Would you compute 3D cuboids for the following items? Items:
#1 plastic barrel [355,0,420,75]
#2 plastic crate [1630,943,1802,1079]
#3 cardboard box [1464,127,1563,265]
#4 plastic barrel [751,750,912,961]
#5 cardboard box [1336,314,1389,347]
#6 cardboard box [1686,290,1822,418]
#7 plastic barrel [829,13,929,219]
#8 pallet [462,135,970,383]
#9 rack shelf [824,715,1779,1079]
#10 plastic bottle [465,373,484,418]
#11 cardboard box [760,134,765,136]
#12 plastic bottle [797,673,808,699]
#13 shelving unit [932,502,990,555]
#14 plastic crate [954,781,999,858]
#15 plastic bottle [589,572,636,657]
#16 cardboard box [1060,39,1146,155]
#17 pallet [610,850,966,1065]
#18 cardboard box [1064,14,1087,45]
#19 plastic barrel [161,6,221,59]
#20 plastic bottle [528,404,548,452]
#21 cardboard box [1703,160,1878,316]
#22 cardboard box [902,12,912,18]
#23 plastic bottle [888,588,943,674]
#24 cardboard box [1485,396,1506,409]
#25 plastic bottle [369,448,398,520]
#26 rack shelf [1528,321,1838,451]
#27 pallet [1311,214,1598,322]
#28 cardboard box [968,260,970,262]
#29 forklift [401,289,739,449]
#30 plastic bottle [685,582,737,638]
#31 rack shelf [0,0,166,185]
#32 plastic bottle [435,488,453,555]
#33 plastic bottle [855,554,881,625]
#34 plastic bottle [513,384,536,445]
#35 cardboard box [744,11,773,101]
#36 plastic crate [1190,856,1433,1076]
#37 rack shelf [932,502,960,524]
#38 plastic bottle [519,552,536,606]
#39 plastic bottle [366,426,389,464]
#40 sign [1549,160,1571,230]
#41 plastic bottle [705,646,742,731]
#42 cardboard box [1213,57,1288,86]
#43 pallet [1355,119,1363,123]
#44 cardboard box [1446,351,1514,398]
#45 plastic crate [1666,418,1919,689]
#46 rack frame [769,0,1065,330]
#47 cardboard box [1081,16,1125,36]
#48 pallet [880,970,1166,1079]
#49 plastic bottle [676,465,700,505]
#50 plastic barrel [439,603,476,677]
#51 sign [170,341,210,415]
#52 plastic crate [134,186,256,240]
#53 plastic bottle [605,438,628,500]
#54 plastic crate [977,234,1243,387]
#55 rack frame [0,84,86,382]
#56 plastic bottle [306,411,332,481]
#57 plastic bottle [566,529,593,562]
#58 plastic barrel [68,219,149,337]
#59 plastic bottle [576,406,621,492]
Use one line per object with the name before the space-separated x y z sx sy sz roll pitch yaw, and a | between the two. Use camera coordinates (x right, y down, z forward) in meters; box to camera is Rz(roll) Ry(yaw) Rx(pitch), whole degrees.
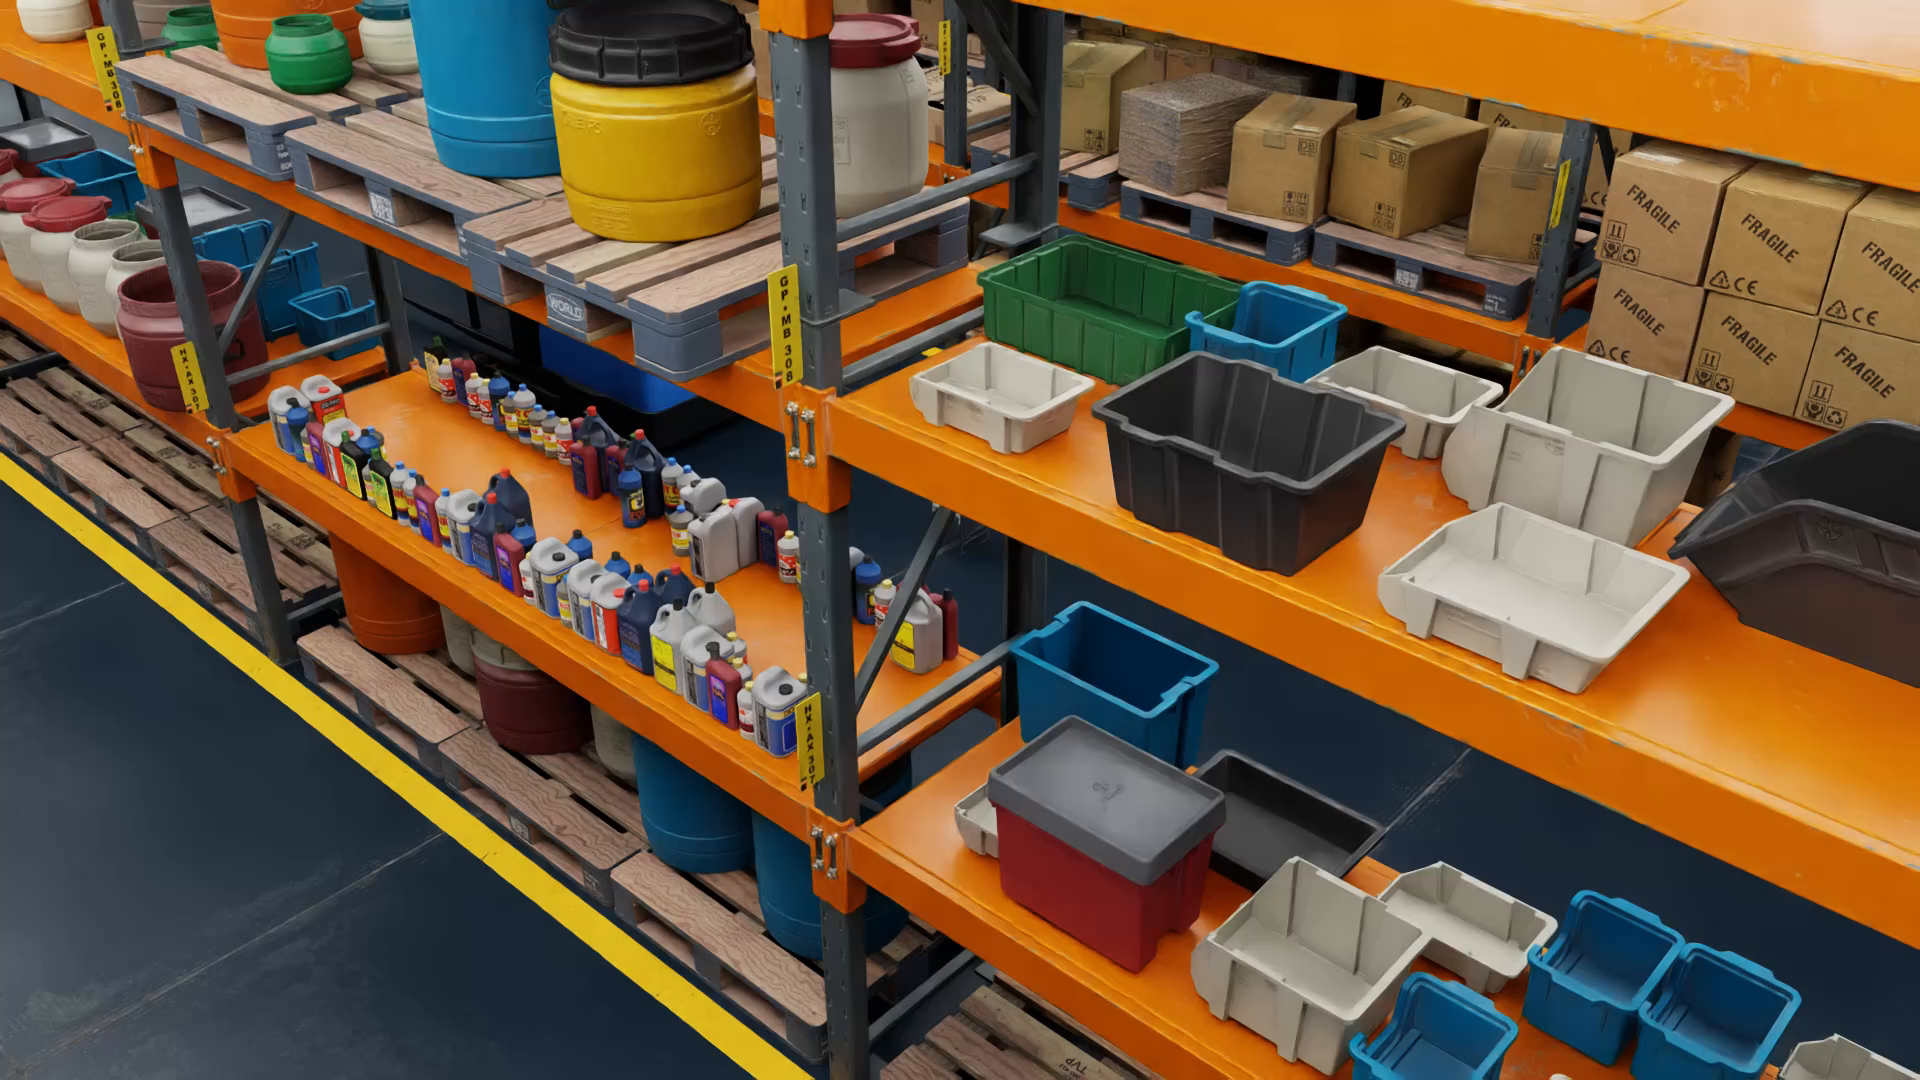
plastic barrel | -2.157 -1.951 6.401 0.301 0.262 0.301 0 31 0
plastic crate | 1.942 1.287 4.308 0.300 0.233 0.416 25 39 35
cardboard box | 3.041 -1.841 8.896 0.500 0.500 0.700 12 33 19
plastic barrel | -0.477 1.048 6.228 0.708 0.901 0.600 25 39 35
cardboard box | 2.305 -1.415 9.961 0.500 0.250 0.500 25 39 35
cardboard box | 3.819 -0.955 7.831 0.500 0.500 0.500 26 40 36
plastic barrel | -0.307 -1.277 5.016 0.433 0.535 0.433 0 31 0
pallet | -0.732 -0.914 5.135 1.003 0.211 1.213 25 39 35
rack shelf | 1.398 1.524 4.507 4.000 0.370 1.077 25 39 35
plastic bottle | -2.220 -0.672 7.650 0.097 0.201 0.097 0 31 0
cardboard box | -1.807 -3.172 13.325 0.500 0.311 0.500 26 40 36
plastic bottle | -0.524 0.542 5.634 0.097 0.201 0.097 0 31 0
shelving unit | 0.006 -0.383 9.013 0.210 0.900 0.258 25 39 35
plastic crate | 0.164 0.827 5.166 0.243 0.136 0.396 25 39 35
plastic bottle | -1.239 0.263 6.025 0.135 0.276 0.152 25 39 35
cardboard box | 0.819 -2.801 10.491 0.500 0.500 0.700 12 33 19
pallet | -0.629 1.436 6.661 1.213 0.211 1.003 25 39 35
cardboard box | 1.189 -4.902 16.482 0.500 0.500 0.700 27 40 37
plastic barrel | -3.268 -2.145 7.147 0.294 0.245 0.294 0 31 0
plastic bottle | -1.859 -0.503 7.370 0.097 0.201 0.097 0 31 0
cardboard box | 3.785 -1.391 7.586 0.500 0.500 0.500 24 38 34
cardboard box | -0.541 -5.562 17.918 0.250 0.149 0.380 22 37 31
plastic bottle | -0.158 0.285 5.916 0.185 0.351 0.144 25 39 35
cardboard box | 2.684 -0.548 9.249 0.500 0.500 0.500 25 39 35
plastic bottle | -2.364 -0.233 6.842 0.133 0.283 0.061 25 39 35
rack shelf | 4.725 -0.369 7.651 4.000 0.370 1.077 25 39 35
pallet | 2.723 -1.605 9.194 1.213 0.211 1.003 25 39 35
cardboard box | -0.278 -1.844 11.664 0.500 0.250 0.500 26 40 36
forklift | -2.631 -2.434 10.452 3.031 2.935 1.130 24 39 34
plastic bottle | -0.889 0.297 5.896 0.185 0.351 0.144 25 39 35
rack shelf | -4.533 -2.530 8.333 4.000 0.370 1.077 25 39 35
plastic bottle | -2.023 -0.082 6.602 0.097 0.271 0.097 0 31 0
plastic bottle | -0.339 0.176 6.174 0.097 0.271 0.097 0 31 0
plastic bottle | -1.931 -0.567 7.408 0.097 0.271 0.097 0 31 0
cardboard box | -1.369 -3.553 12.146 0.500 0.500 0.500 25 39 35
plastic crate | 0.924 1.148 4.492 0.530 0.282 0.437 25 39 35
rack shelf | 0.006 -0.200 9.123 0.200 0.077 0.258 25 39 35
plastic bottle | -1.615 0.139 6.304 0.097 0.201 0.097 0 31 0
plastic bottle | -2.534 -0.396 7.192 0.097 0.201 0.097 0 31 0
sign | 2.872 -1.652 7.962 0.005 0.325 0.100 25 39 35
plastic bottle | -0.796 0.498 5.627 0.133 0.283 0.061 25 39 35
cardboard box | 2.725 -4.218 15.346 0.500 0.500 0.700 25 39 35
pallet | 3.019 -3.725 15.233 1.213 0.211 1.003 25 39 35
cardboard box | 3.047 -0.747 9.580 0.500 0.500 0.500 23 38 33
plastic crate | 1.933 0.016 3.467 0.767 0.338 0.504 25 39 35
rack frame | -0.085 -2.046 3.924 0.127 3.000 1.000 25 39 35
cardboard box | 1.517 -5.073 16.038 0.500 0.250 0.500 24 39 34
pallet | 0.486 1.958 5.793 1.213 0.211 1.003 25 39 35
plastic bottle | -1.098 -0.178 6.762 0.097 0.271 0.097 0 31 0
plastic barrel | -2.198 0.349 7.766 0.421 0.512 0.421 0 31 0
sign | -3.415 -0.718 7.375 0.005 0.325 0.100 25 39 35
plastic crate | -4.043 -1.564 8.878 0.583 0.464 0.402 25 39 35
plastic bottle | -1.422 -0.305 6.961 0.133 0.283 0.061 25 39 35
plastic crate | 0.432 -0.639 4.701 0.662 0.188 0.450 25 39 35
rack frame | -6.016 -2.245 10.071 0.127 3.000 1.000 25 39 35
plastic bottle | -2.734 -0.406 7.129 0.133 0.283 0.061 25 39 35
plastic bottle | -1.441 0.084 6.326 0.097 0.271 0.097 0 31 0
plastic barrel | -4.269 -1.329 8.440 0.421 0.512 0.421 0 31 0
plastic bottle | -1.527 -0.396 7.047 0.185 0.351 0.144 25 39 35
